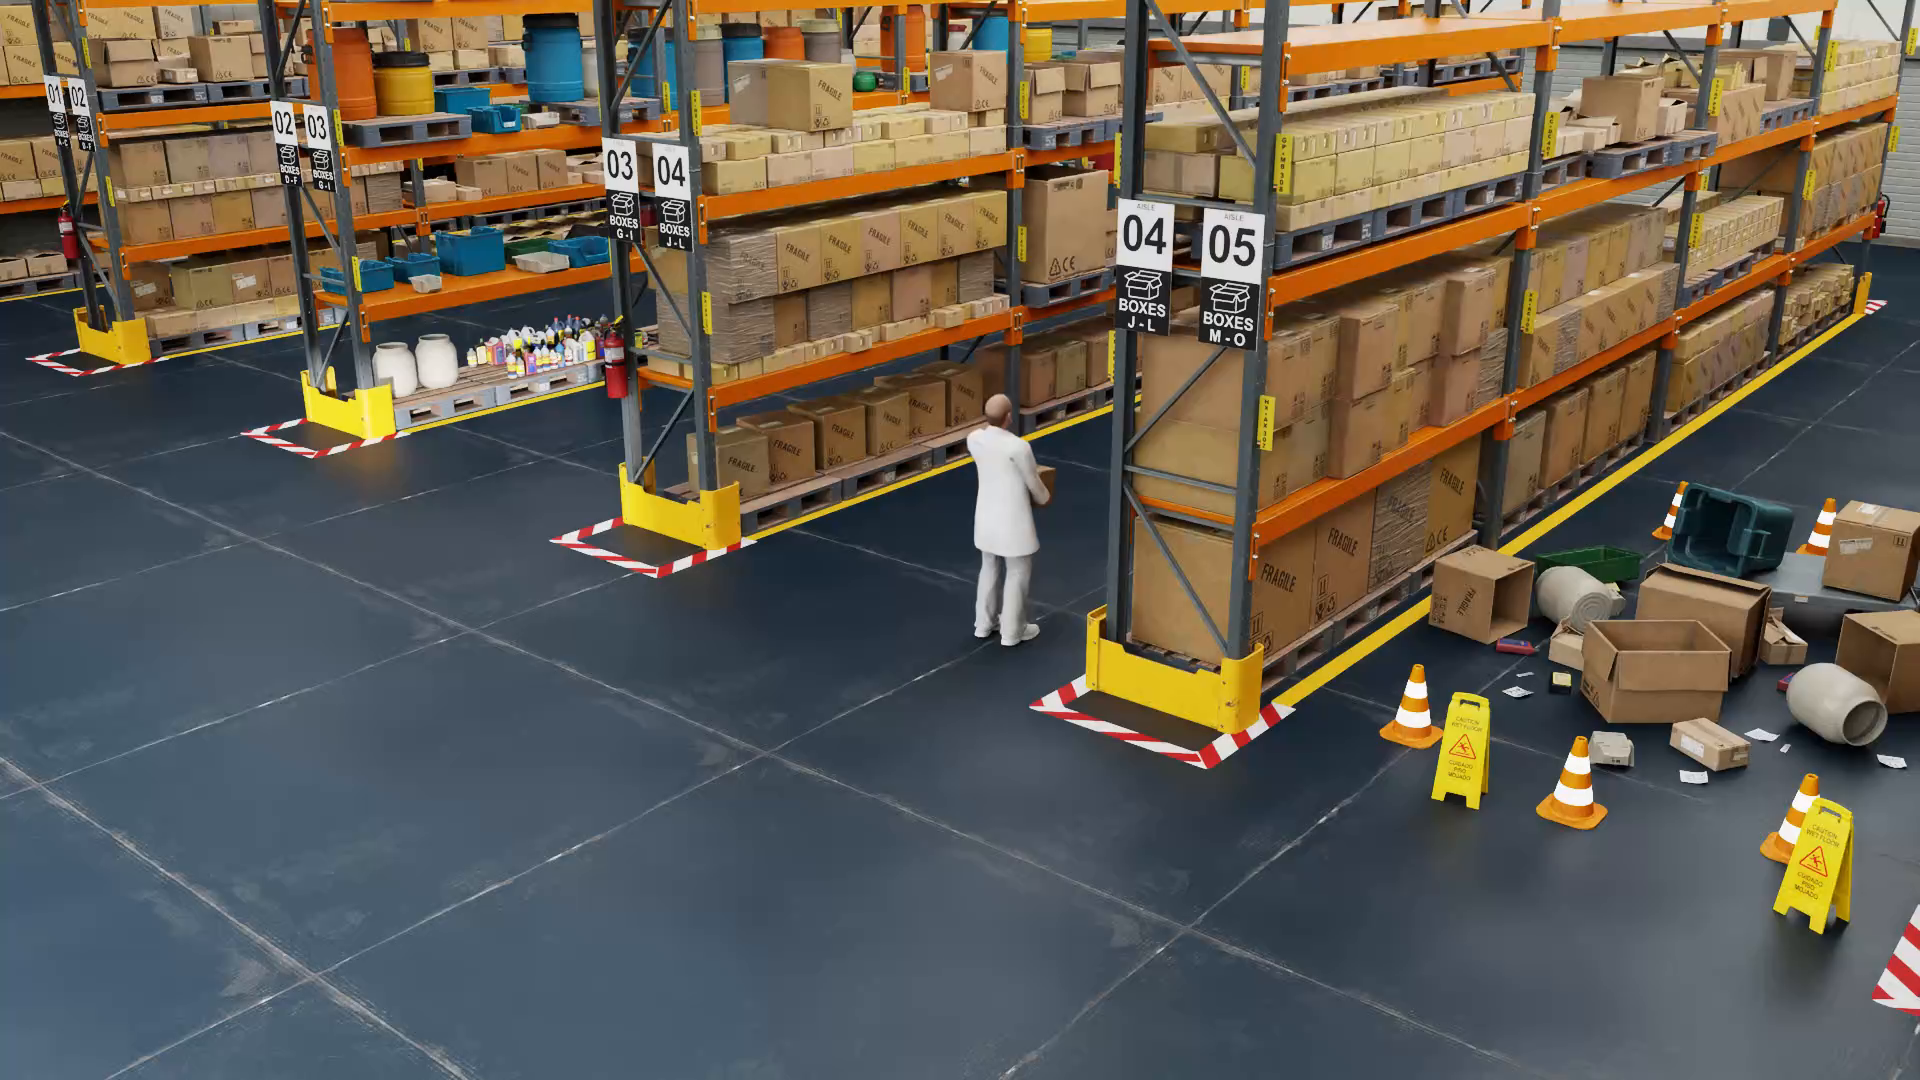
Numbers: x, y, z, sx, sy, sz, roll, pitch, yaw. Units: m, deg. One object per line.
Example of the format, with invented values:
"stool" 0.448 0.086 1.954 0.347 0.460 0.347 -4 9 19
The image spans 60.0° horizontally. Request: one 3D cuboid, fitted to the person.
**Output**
"person" 0.368 -0.180 11.598 0.525 1.777 0.543 16 25 37
